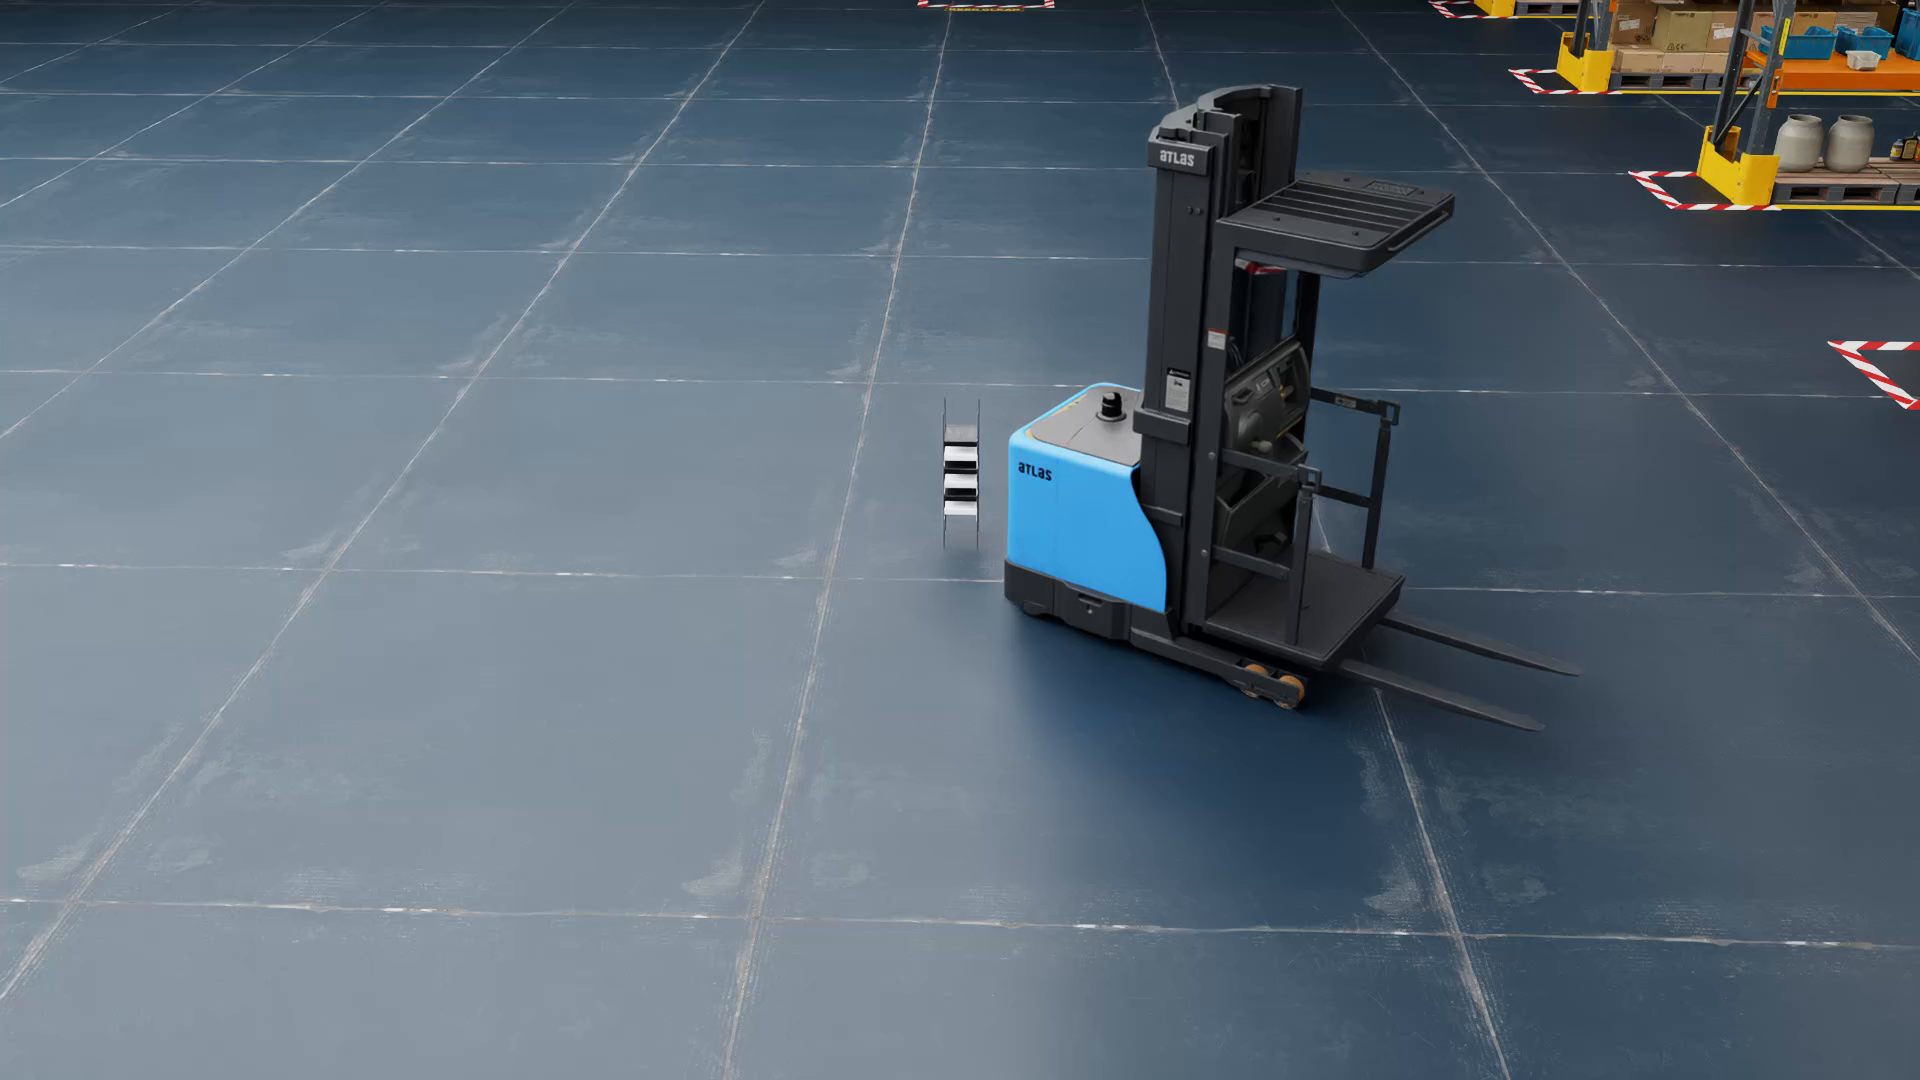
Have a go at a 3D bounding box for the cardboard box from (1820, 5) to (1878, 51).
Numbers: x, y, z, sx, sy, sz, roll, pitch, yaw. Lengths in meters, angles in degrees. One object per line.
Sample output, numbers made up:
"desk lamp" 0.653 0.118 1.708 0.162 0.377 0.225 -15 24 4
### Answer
"cardboard box" 11.032 -6.373 20.756 0.500 0.500 0.500 1 28 2

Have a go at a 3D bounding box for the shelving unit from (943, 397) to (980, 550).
"shelving unit" 0.008 -0.397 10.039 0.210 0.900 0.258 1 28 2

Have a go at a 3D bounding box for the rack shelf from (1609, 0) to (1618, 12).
"rack shelf" 10.004 -6.867 20.770 4.000 0.370 1.077 1 28 2

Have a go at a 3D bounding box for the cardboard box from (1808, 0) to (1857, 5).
"cardboard box" 11.050 -6.613 21.208 0.500 0.500 0.500 1 28 2

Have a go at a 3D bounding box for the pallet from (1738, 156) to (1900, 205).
"pallet" 8.716 -3.672 16.952 1.213 0.211 1.003 1 28 2

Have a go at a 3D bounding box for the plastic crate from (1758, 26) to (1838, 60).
"plastic crate" 8.337 -4.966 16.573 0.616 0.251 0.499 1 28 2

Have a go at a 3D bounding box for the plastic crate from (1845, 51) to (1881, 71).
"plastic crate" 8.710 -4.618 16.040 0.250 0.136 0.298 1 28 2

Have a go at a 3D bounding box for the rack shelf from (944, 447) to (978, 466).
"rack shelf" 0.008 -0.527 9.970 0.200 0.077 0.258 1 28 2

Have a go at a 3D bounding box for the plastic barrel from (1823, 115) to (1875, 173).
"plastic barrel" 8.988 -4.002 16.806 0.421 0.512 0.421 0 28 0

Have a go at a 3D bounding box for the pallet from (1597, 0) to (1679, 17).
"pallet" 10.279 -8.252 25.591 1.213 0.211 1.003 1 28 2

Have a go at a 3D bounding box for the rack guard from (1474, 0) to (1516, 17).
"rack guard" 8.252 -8.431 25.621 0.348 0.500 1.175 1 28 2

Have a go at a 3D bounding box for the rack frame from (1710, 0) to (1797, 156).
"rack frame" 7.827 -4.900 16.290 0.127 3.000 1.000 1 28 2

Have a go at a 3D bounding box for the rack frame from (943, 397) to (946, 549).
"rack frame" -0.093 -0.399 10.042 0.006 0.900 0.240 1 28 2

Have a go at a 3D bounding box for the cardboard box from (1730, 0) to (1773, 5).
"cardboard box" 10.051 -6.632 21.245 0.500 0.500 0.500 1 28 2

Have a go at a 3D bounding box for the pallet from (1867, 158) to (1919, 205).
"pallet" 9.932 -3.651 16.912 1.213 0.211 1.003 1 28 2

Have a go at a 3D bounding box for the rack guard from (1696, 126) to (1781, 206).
"rack guard" 7.904 -3.816 16.915 0.348 0.500 1.175 1 28 2

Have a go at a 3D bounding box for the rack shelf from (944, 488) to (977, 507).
"rack shelf" 0.008 -0.288 10.097 0.200 0.077 0.258 1 28 2

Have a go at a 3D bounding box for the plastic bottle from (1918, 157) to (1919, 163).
"plastic bottle" 9.925 -4.002 17.027 0.133 0.283 0.061 1 28 2

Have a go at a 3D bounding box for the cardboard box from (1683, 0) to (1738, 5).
"cardboard box" 9.552 -6.641 21.261 0.500 0.500 0.500 1 28 2

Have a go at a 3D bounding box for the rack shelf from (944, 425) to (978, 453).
"rack shelf" 0.008 -0.607 9.928 0.200 0.077 0.258 1 28 2

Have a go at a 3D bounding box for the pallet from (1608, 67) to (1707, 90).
"pallet" 8.771 -5.993 21.330 1.213 0.211 1.003 1 28 2

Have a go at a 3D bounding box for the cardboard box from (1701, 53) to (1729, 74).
"cardboard box" 9.533 -6.061 20.968 0.500 0.250 0.500 1 28 2

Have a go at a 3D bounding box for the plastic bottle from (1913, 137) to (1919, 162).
"plastic bottle" 9.928 -4.048 17.123 0.135 0.276 0.152 1 28 2

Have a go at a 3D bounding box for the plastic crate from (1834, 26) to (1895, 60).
"plastic crate" 8.986 -4.952 16.548 0.408 0.251 0.499 1 28 2

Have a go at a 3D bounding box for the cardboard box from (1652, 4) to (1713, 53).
"cardboard box" 9.033 -6.400 20.807 0.500 0.500 0.500 1 28 2

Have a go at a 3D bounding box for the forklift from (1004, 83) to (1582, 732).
"forklift" 1.752 -0.707 8.453 3.031 2.935 1.130 18 33 30

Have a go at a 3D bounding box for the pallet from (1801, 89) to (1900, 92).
"pallet" 11.209 -5.953 21.254 1.213 0.211 1.003 1 28 2

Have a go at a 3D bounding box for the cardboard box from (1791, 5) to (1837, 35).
"cardboard box" 10.532 -6.379 20.768 0.500 0.500 0.500 1 28 2

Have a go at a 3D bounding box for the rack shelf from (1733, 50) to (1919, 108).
"rack shelf" 9.825 -4.549 16.396 4.000 0.370 1.077 1 28 2

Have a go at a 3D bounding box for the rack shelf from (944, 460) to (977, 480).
"rack shelf" 0.008 -0.448 10.012 0.200 0.077 0.258 1 28 2

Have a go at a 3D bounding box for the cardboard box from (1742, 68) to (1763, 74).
"cardboard box" 10.032 -6.050 20.948 0.500 0.250 0.500 1 28 2

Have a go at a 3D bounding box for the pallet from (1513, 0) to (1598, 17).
"pallet" 9.063 -8.273 25.632 1.213 0.211 1.003 1 28 2

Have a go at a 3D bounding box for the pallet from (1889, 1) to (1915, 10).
"pallet" 14.174 -8.208 25.508 1.213 0.211 1.003 1 28 2

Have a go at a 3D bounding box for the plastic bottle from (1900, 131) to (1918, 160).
"plastic bottle" 9.795 -4.075 17.165 0.133 0.283 0.061 2 28 3

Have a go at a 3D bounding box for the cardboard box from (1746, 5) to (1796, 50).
"cardboard box" 10.032 -6.381 20.771 0.500 0.500 0.500 1 28 2

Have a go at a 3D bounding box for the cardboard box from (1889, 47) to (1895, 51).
"cardboard box" 11.532 -6.028 20.906 0.500 0.250 0.500 1 28 2

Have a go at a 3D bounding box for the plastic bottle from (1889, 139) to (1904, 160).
"plastic bottle" 9.678 -4.032 17.172 0.097 0.201 0.097 0 28 0

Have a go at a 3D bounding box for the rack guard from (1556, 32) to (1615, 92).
"rack guard" 7.981 -6.114 21.250 0.348 0.500 1.175 1 28 2

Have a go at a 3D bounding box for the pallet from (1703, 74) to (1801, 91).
"pallet" 9.987 -5.972 21.289 1.213 0.211 1.003 1 28 2

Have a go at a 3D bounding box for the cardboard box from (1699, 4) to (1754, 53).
"cardboard box" 9.533 -6.397 20.802 0.500 0.500 0.500 1 28 2

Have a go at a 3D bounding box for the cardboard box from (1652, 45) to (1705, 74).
"cardboard box" 9.033 -6.069 20.984 0.500 0.250 0.500 1 28 2

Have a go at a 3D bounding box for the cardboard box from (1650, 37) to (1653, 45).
"cardboard box" 9.052 -6.315 21.448 0.500 0.250 0.500 1 28 2

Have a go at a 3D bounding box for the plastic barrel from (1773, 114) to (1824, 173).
"plastic barrel" 8.487 -4.011 16.821 0.421 0.512 0.421 0 28 0

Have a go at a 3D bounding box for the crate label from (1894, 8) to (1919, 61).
"crate label" 9.676 -5.011 16.463 0.616 0.435 0.502 1 28 2

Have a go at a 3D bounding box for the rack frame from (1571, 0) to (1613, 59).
"rack frame" 8.005 -7.218 20.664 0.127 3.000 1.000 1 28 2

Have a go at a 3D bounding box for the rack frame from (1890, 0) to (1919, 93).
"rack frame" 12.003 -7.152 20.539 0.127 3.000 1.000 1 28 2

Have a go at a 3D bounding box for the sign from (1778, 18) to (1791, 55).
"sign" 7.803 -4.764 15.740 0.005 0.325 0.100 1 28 2

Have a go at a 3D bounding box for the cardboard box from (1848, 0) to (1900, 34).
"cardboard box" 11.550 -6.608 21.200 0.500 0.500 0.500 1 28 2

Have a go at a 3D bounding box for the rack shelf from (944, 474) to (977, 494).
"rack shelf" 0.008 -0.368 10.055 0.200 0.077 0.258 1 28 2

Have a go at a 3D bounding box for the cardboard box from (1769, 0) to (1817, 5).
"cardboard box" 10.551 -6.625 21.231 0.500 0.500 0.500 1 28 2

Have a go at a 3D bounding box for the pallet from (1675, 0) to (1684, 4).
"pallet" 11.501 -8.233 25.556 1.213 0.211 1.003 1 28 2

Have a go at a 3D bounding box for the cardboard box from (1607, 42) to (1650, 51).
"cardboard box" 8.552 -6.318 21.453 0.500 0.250 0.500 1 28 2

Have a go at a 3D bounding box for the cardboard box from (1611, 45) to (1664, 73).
"cardboard box" 8.533 -6.076 20.996 0.500 0.250 0.500 1 28 2

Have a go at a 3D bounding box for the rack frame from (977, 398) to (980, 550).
"rack frame" 0.110 -0.396 10.036 0.006 0.900 0.240 1 28 2

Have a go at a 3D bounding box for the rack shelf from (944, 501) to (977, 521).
"rack shelf" 0.008 -0.209 10.139 0.200 0.077 0.258 1 28 2

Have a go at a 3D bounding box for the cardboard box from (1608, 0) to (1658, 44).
"cardboard box" 8.552 -6.650 21.280 0.500 0.500 0.500 1 28 2
